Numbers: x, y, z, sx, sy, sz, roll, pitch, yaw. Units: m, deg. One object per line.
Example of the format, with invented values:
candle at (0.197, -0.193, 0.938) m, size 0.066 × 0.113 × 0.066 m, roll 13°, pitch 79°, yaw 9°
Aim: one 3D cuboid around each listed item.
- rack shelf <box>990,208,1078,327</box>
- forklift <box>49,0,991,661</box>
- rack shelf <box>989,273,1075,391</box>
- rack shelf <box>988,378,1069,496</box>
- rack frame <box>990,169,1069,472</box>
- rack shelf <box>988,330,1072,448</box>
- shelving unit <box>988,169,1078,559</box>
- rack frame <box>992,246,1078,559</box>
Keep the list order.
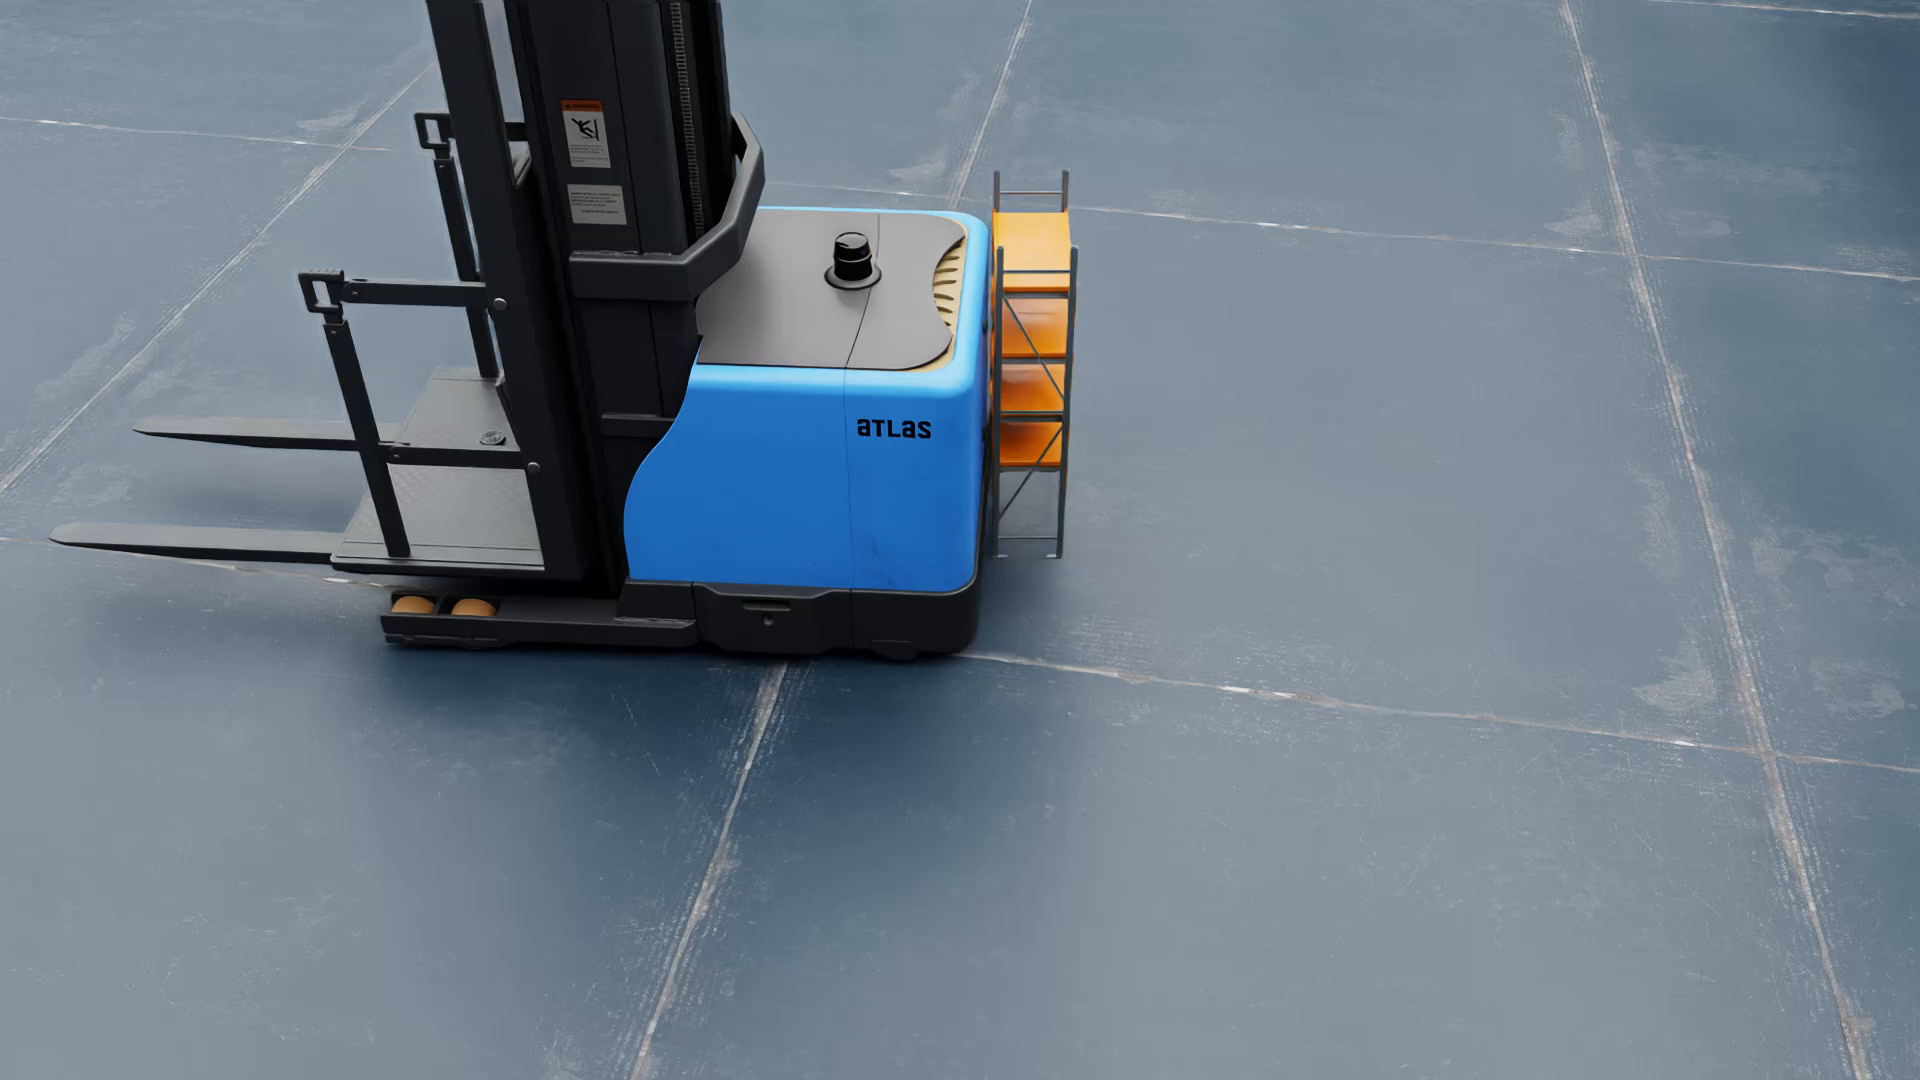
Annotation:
rack shelf at (0.228, -0.862, 5.234) m, size 0.258 × 0.148 × 0.480 m, roll 0°, pitch 40°, yaw 0°
forklift at (-1.433, -1.113, 4.796) m, size 3.031 × 2.935 × 1.130 m, roll 2°, pitch 40°, yaw 3°
rack shelf at (0.228, -0.679, 5.384) m, size 0.258 × 0.148 × 0.480 m, roll 0°, pitch 40°, yaw 0°
rack shelf at (0.228, -0.354, 5.654) m, size 0.258 × 0.148 × 0.480 m, roll 0°, pitch 40°, yaw 0°
rack frame at (0.227, -0.714, 5.672) m, size 0.240 × 1.200 × 0.015 m, roll 0°, pitch 40°, yaw 0°
rack shelf at (0.228, -0.507, 5.527) m, size 0.258 × 0.148 × 0.480 m, roll 0°, pitch 40°, yaw 0°
shelving unit at (0.228, -0.559, 5.484) m, size 0.258 × 1.200 × 0.503 m, roll 0°, pitch 40°, yaw 0°
rack frame at (0.229, -0.403, 5.296) m, size 0.240 × 1.200 × 0.015 m, roll 0°, pitch 40°, yaw 0°
